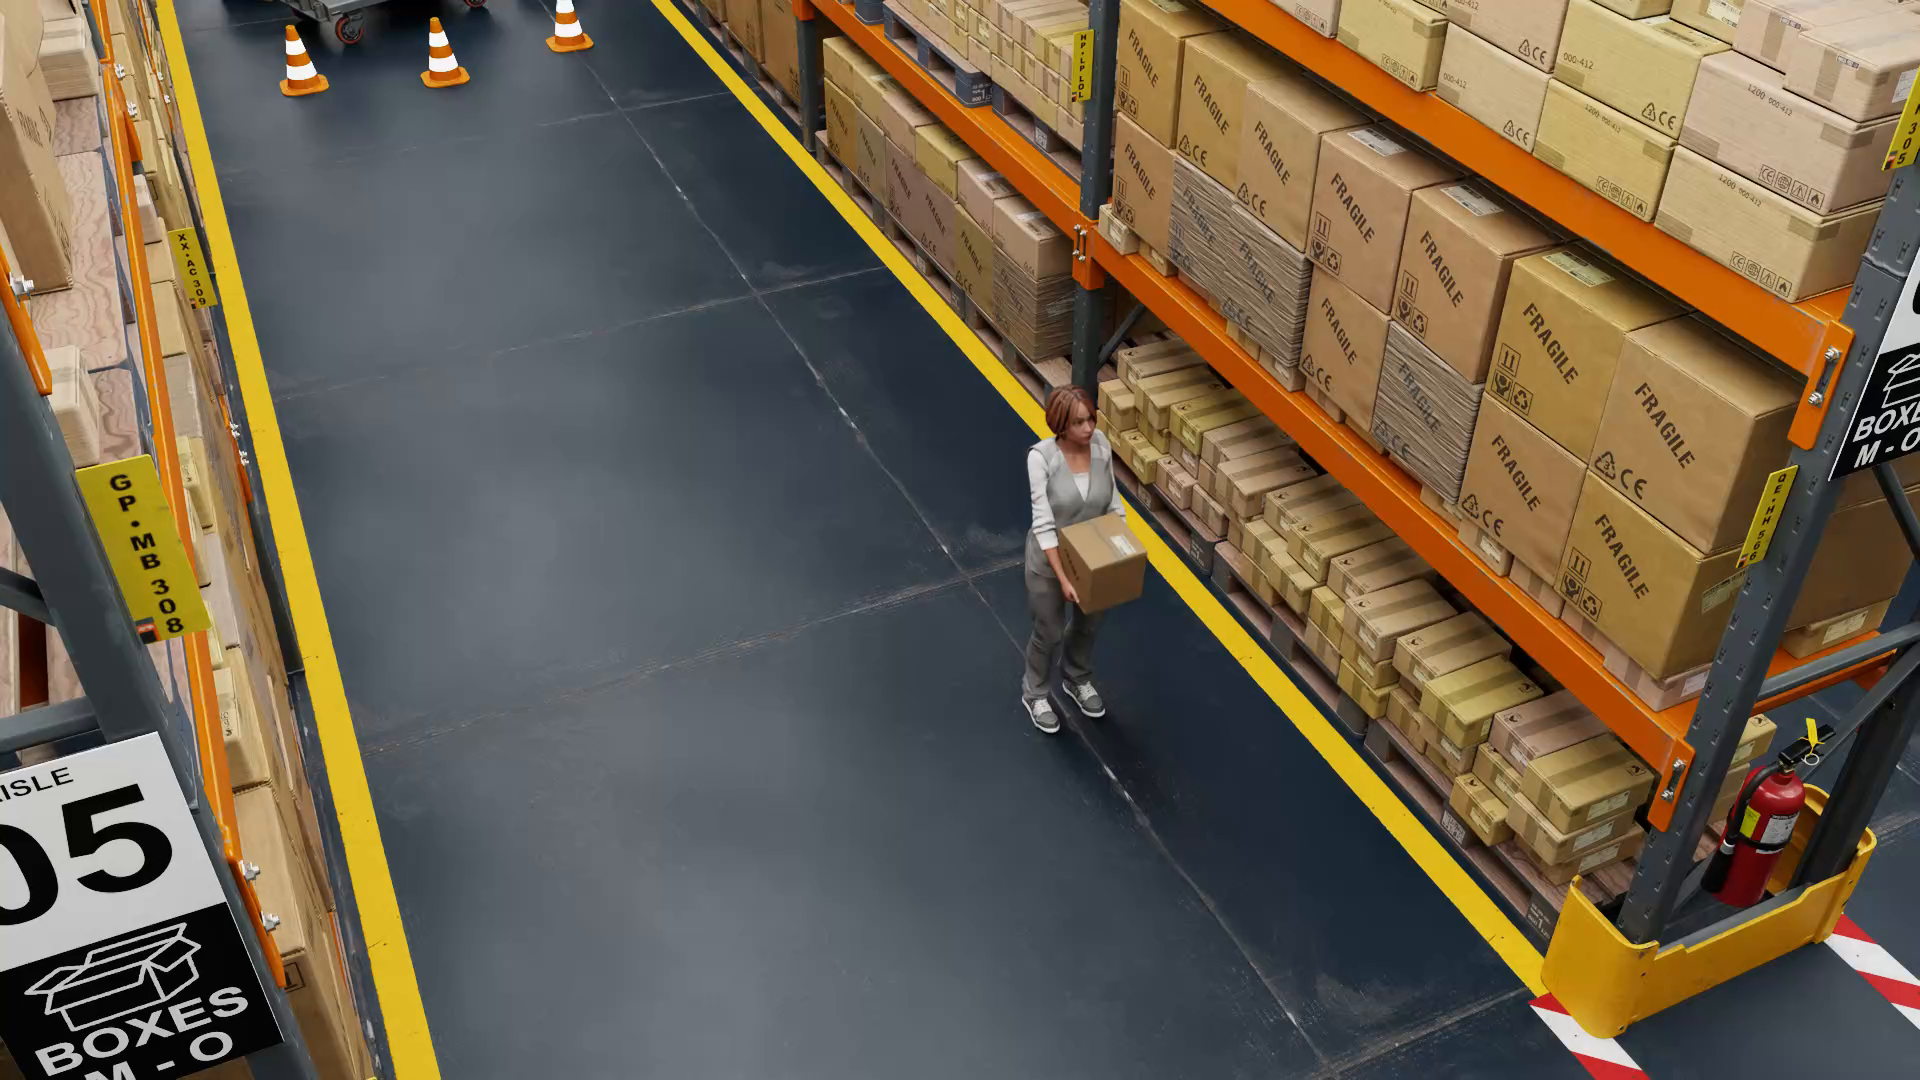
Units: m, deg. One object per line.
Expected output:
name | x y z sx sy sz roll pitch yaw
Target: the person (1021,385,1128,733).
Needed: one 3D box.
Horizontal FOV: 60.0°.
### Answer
person | 0.477 0.129 6.698 0.407 1.588 0.497 -16 41 -20
